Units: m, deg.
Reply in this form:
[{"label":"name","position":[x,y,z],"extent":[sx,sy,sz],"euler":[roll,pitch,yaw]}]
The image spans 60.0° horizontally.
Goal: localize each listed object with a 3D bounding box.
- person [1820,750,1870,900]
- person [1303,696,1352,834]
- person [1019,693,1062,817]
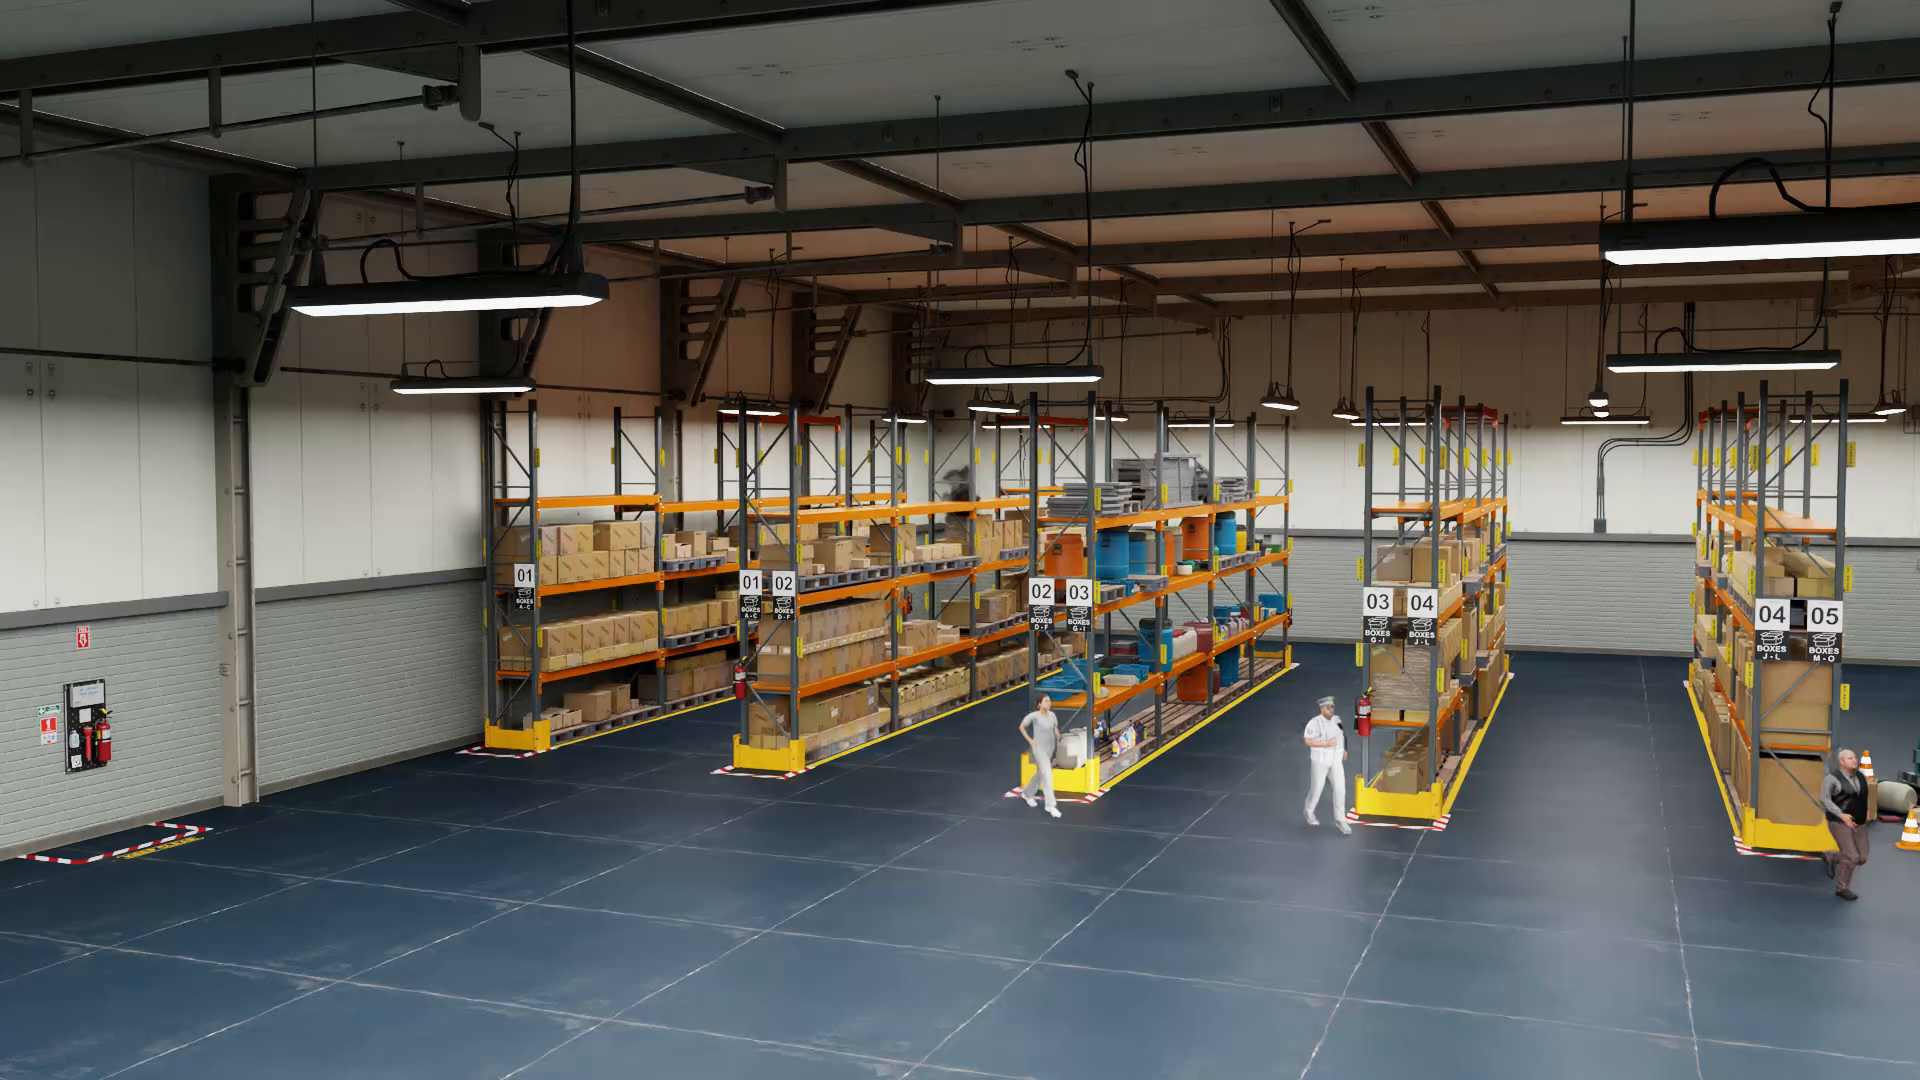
[{"label":"person","position":[10.097,3.225,18.997],"extent":[0.668,1.693,0.661],"euler":[-1,3,-14]},{"label":"person","position":[4.931,2.989,22.374],"extent":[0.670,1.794,0.867],"euler":[-1,3,-17]},{"label":"person","position":[1.148,2.988,23.404],"extent":[0.558,1.688,0.863],"euler":[-3,4,-42]}]
